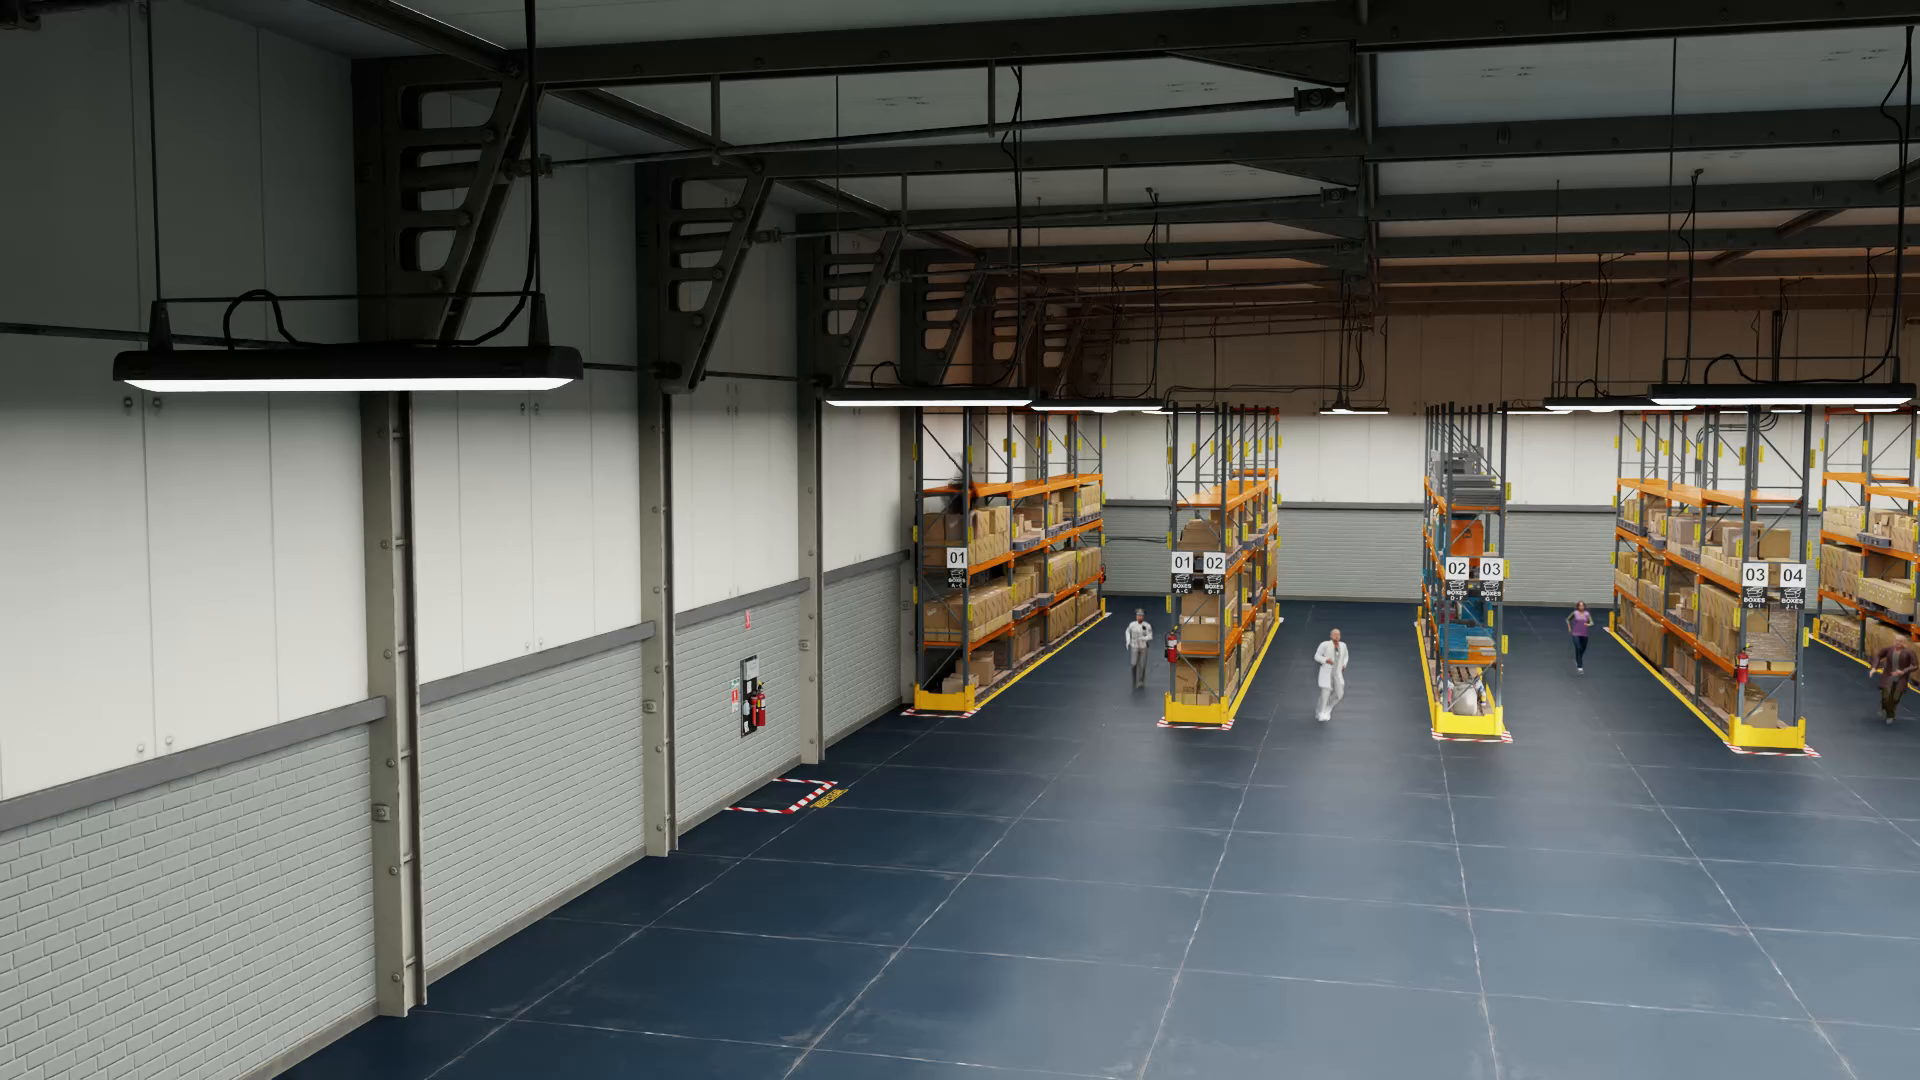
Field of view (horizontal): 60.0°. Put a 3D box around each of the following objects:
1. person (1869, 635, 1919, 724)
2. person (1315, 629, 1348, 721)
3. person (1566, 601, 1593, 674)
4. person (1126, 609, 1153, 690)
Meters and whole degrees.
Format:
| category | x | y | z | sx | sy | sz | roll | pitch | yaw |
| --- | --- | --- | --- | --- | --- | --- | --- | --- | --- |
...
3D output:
| category | x | y | z | sx | sy | sz | roll | pitch | yaw |
| --- | --- | --- | --- | --- | --- | --- | --- | --- | --- |
| person | 17.512 | 2.605 | 31.190 | 0.808 | 1.703 | 0.650 | 2 | 5 | 30 |
| person | 7.042 | 2.548 | 31.280 | 0.730 | 1.751 | 0.680 | -1 | 4 | -12 |
| person | 13.896 | 2.151 | 37.263 | 0.520 | 1.593 | 0.887 | 0 | 4 | 4 |
| person | 3.763 | 2.300 | 34.955 | 0.569 | 1.719 | 0.689 | 1 | 4 | 7 |
